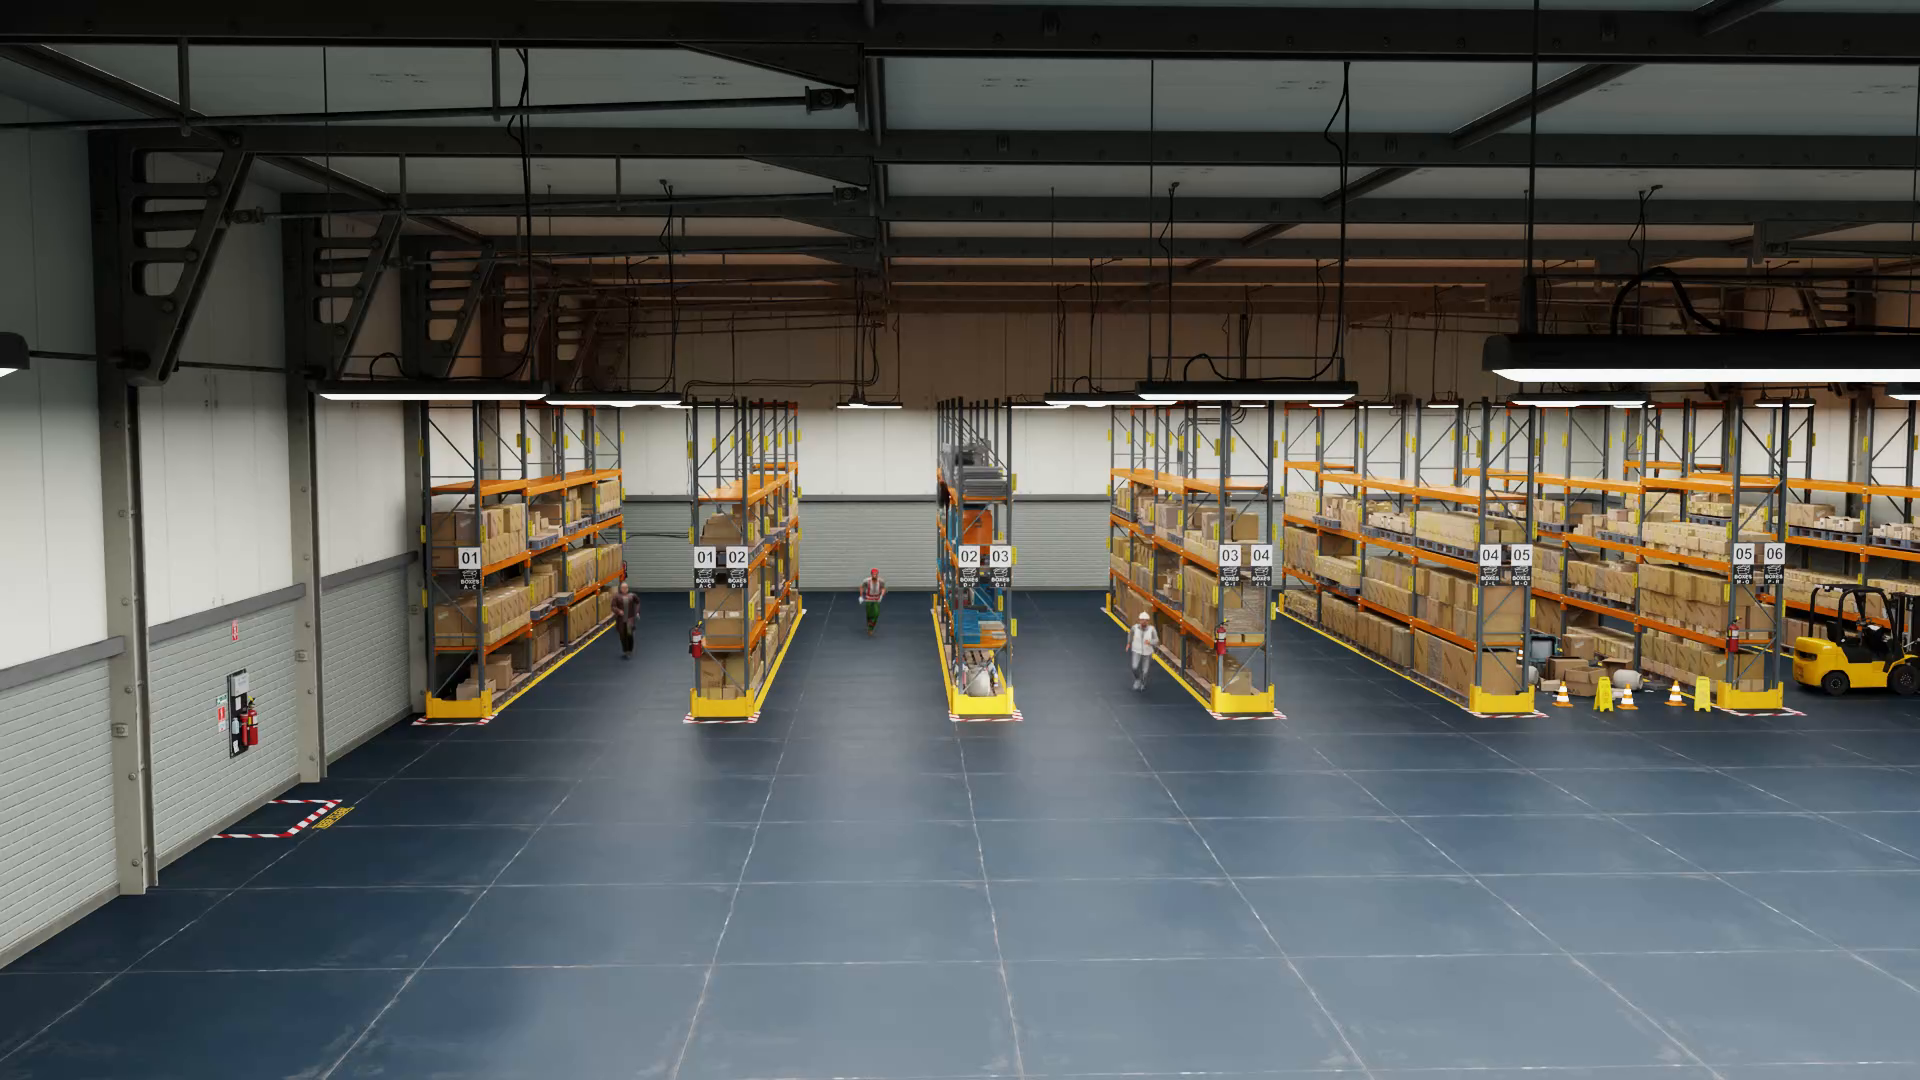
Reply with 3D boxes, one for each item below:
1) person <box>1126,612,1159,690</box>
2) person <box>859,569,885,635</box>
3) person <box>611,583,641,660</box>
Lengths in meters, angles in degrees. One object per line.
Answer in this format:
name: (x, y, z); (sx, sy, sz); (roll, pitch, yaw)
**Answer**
person: (3.719, 2.266, 33.874); (0.655, 1.650, 0.957); (0, 4, 5)
person: (-2.252, 1.570, 42.758); (0.663, 1.715, 0.703); (-1, 5, -19)
person: (-7.728, 1.877, 38.415); (0.652, 1.779, 0.849); (0, 4, -6)
